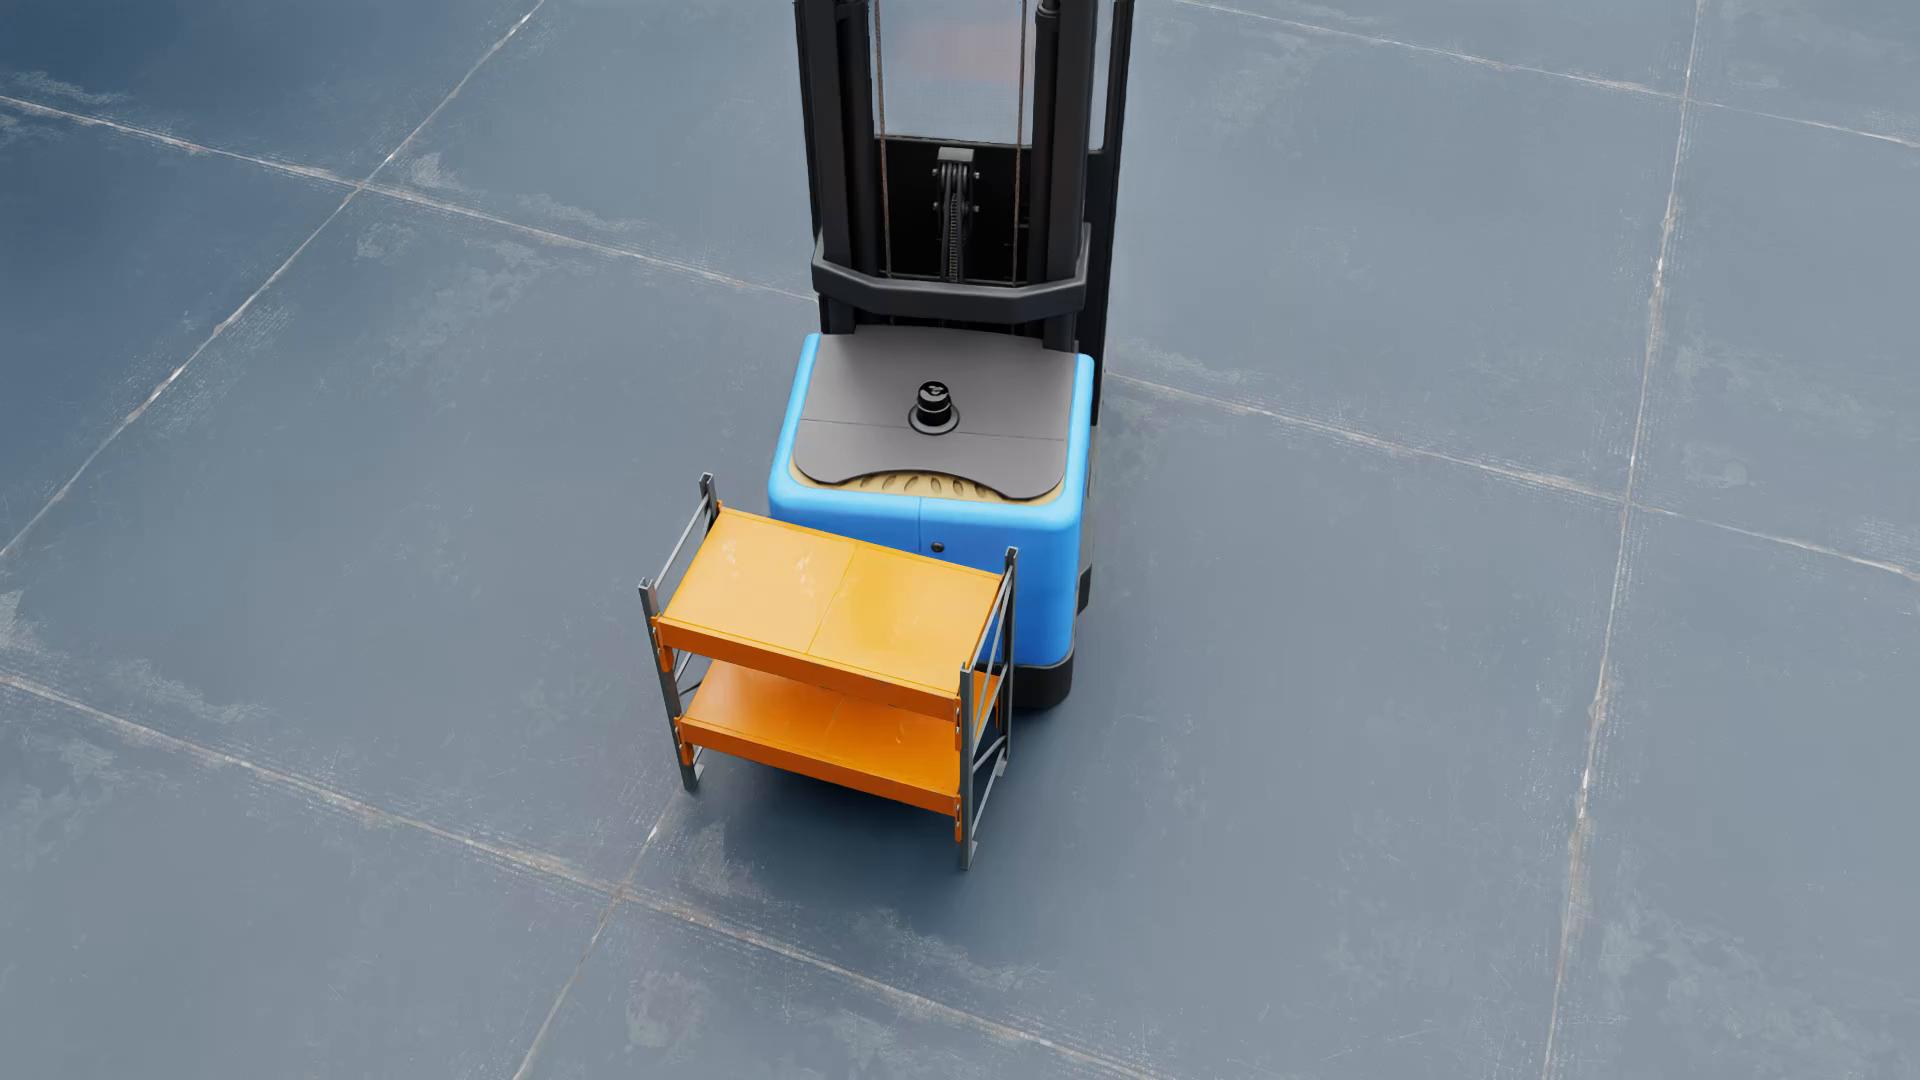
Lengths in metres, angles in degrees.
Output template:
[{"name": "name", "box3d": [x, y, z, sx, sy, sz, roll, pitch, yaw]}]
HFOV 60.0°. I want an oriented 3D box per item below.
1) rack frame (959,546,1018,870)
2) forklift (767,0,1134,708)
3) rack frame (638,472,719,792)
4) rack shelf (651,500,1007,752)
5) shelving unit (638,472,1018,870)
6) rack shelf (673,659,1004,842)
[{"name": "rack frame", "box3d": [0.089, 0.569, 5.379, 0.032, 1.125, 0.500, 14, 50, 12]}, {"name": "forklift", "box3d": [0.040, -1.479, 5.959, 1.130, 2.935, 3.031, 5, 49, 4]}, {"name": "rack frame", "box3d": [-0.879, 0.334, 5.583, 0.032, 1.125, 0.500, 14, 50, 12]}, {"name": "rack shelf", "box3d": [-0.395, 0.260, 5.260, 1.000, 0.278, 0.538, 14, 50, 12]}, {"name": "shelving unit", "box3d": [-0.395, 0.452, 5.481, 1.048, 1.125, 0.538, 14, 50, 12]}, {"name": "rack shelf", "box3d": [-0.395, 0.612, 5.666, 1.000, 0.278, 0.538, 14, 50, 12]}]
